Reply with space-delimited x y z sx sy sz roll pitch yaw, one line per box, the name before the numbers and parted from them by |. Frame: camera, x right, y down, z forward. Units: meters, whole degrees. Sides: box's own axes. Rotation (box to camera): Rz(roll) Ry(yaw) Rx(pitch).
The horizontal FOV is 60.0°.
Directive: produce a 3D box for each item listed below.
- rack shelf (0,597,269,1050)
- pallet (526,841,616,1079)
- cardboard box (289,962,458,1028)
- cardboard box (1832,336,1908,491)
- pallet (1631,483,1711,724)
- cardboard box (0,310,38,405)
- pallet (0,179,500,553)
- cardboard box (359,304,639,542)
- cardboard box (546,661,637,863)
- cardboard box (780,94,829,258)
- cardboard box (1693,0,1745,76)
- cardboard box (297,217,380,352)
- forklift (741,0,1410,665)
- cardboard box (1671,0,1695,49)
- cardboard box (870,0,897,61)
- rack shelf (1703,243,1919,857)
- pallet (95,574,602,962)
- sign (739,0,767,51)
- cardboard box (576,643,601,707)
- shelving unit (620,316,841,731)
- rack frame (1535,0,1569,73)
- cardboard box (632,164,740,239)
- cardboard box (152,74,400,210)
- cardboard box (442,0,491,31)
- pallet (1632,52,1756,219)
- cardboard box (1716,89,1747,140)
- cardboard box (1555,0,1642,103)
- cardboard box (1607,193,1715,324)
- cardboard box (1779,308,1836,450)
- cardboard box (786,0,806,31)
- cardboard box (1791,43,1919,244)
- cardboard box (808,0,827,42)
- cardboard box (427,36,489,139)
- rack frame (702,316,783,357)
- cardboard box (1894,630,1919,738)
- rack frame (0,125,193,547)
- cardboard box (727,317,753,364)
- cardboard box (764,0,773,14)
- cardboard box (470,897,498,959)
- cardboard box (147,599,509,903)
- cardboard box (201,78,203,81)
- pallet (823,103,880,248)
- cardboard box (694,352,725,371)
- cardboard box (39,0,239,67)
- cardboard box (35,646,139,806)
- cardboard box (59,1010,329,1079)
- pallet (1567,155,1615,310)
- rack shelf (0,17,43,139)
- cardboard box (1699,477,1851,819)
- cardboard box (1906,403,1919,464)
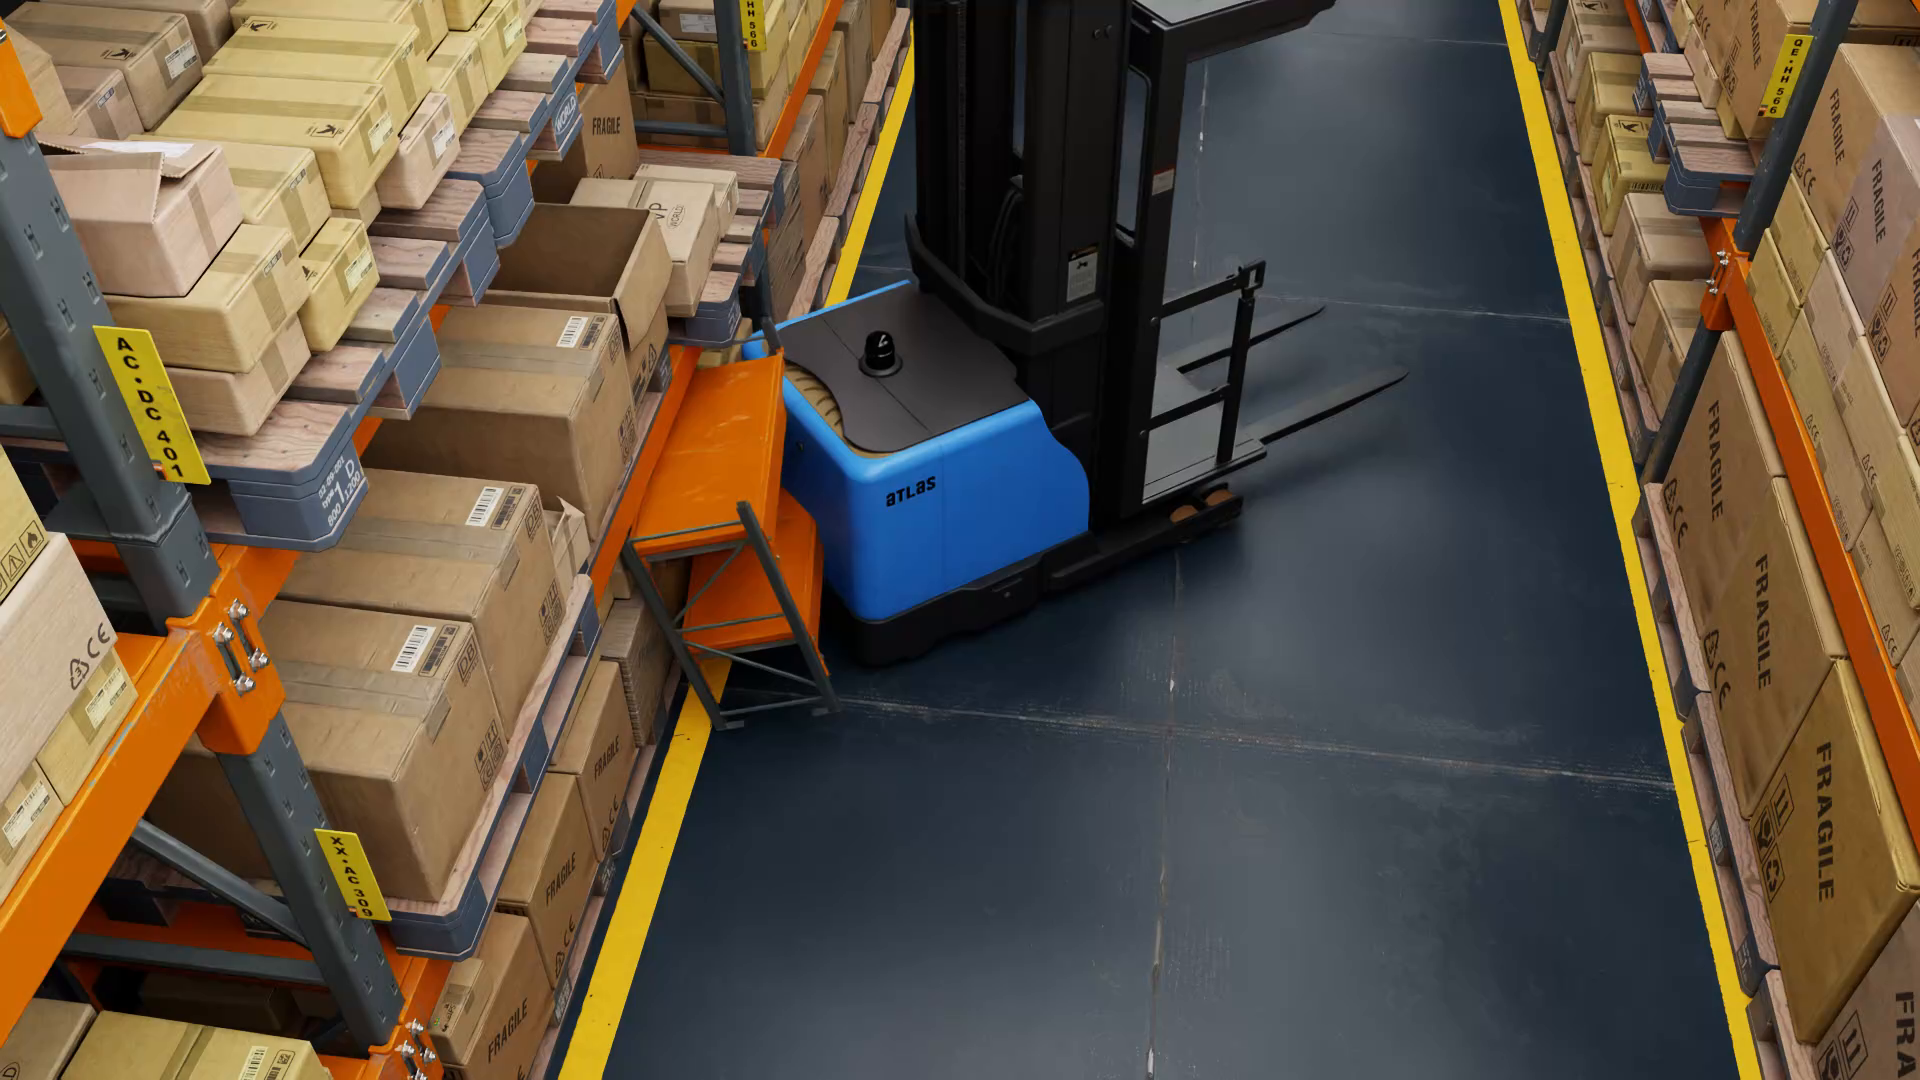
rack shelf | -2.146 1.549 1.797 1.077 0.370 4.000 5 44 6
pallet | -1.812 1.468 5.568 1.003 0.211 1.213 5 44 6
cardboard box | -1.630 1.199 4.648 0.380 0.149 0.250 5 44 5
cardboard box | 3.108 -0.377 5.235 0.500 0.250 0.500 5 44 5
pallet | 3.389 0.279 6.824 1.003 0.211 1.213 5 44 6
cardboard box | -1.910 -0.386 3.121 0.380 0.149 0.250 5 44 5
pallet | -1.726 -0.446 3.516 1.213 0.211 1.003 5 44 6
cardboard box | -1.424 -0.372 5.106 0.700 0.500 0.500 5 44 5
cardboard box | -1.464 0.756 5.805 0.500 0.500 0.500 4 44 4
cardboard box | -1.178 -1.873 8.490 0.875 0.625 0.625 7 44 7
cardboard box | 3.410 -2.249 6.871 0.500 0.500 0.500 5 44 5
cardboard box | -1.379 -0.514 3.256 0.380 0.149 0.250 6 44 6
forklift | 0.644 -1.339 6.555 3.031 2.935 1.130 -23 48 -22
cardboard box | 3.394 -2.295 7.391 0.380 0.149 0.250 6 44 6
cardboard box | -0.882 -3.372 10.074 0.875 0.625 0.625 7 44 7
rack shelf | 3.303 0.360 5.233 1.077 0.370 4.000 5 44 6
pallet | -1.668 0.549 4.651 1.003 0.211 1.213 5 44 6
sign | -0.814 -2.061 6.483 0.100 0.325 0.005 5 44 6
cardboard box | -1.460 0.417 5.691 0.380 0.149 0.250 7 44 7
shelving unit | -0.833 -0.056 6.399 0.538 1.125 1.048 -10 44 9
rack frame | 4.097 -3.990 9.304 1.000 3.000 0.127 5 44 6
cardboard box | -1.059 -1.291 6.332 0.380 0.149 0.250 6 44 6
cardboard box | -1.367 -0.802 3.344 0.380 0.149 0.250 5 44 5
cardboard box | -1.305 -1.329 3.901 0.380 0.149 0.250 6 44 6
pallet | 3.556 -1.690 7.014 1.213 0.211 1.003 5 44 6
cardboard box | 3.342 -1.759 6.826 0.380 0.149 0.250 6 44 6
cardboard box | 4.030 -2.831 9.686 0.950 0.372 0.625 6 44 6
cardboard box | 3.742 -1.350 8.122 0.950 0.372 0.625 4 44 5
cardboard box | 3.203 -0.547 5.778 0.500 0.250 0.500 4 44 4
cardboard box | -0.985 -2.461 7.435 0.500 0.250 0.500 7 44 7
cardboard box | 3.260 -1.349 5.716 0.500 0.500 0.500 4 44 4
cardboard box | -0.919 -2.632 7.980 0.500 0.250 0.500 4 44 4
cardboard box | -1.315 -1.037 3.809 0.380 0.149 0.250 5 44 5
rack frame | -0.835 -0.415 6.759 0.500 1.125 0.032 -10 44 9
cardboard box | 3.003 0.499 4.673 0.500 0.250 0.500 4 44 4
rack frame | -1.882 -1.165 1.957 1.000 3.000 0.127 5 44 6
cardboard box | -1.196 -0.650 7.289 0.500 0.500 0.500 6 44 7
cardboard box | -0.985 -2.357 7.035 0.380 0.149 0.250 6 44 6
cardboard box | -1.610 1.117 4.952 0.380 0.149 0.250 4 44 4
cardboard box | -1.596 0.515 4.168 0.700 0.500 0.500 6 44 7
cardboard box | -1.828 -1.098 3.873 0.380 0.149 0.250 4 44 4
pallet | -1.042 -2.087 9.322 1.003 0.211 1.213 5 44 6
cardboard box | -1.172 -0.644 6.812 0.380 0.149 0.250 3 44 3
cardboard box | -1.817 -1.198 3.763 0.380 0.149 0.250 4 44 4
cardboard box | -1.636 0.287 2.788 0.380 0.149 0.250 5 44 5
cardboard box | -1.707 1.329 3.579 0.500 0.250 0.500 6 44 7
pallet | 3.836 -1.613 8.822 1.003 0.211 1.213 5 44 6
rack shelf | -1.617 -2.121 3.782 1.077 0.370 4.000 5 44 6
cardboard box | 3.272 0.426 5.881 0.875 0.875 0.875 6 44 6
cardboard box | 3.050 -0.316 4.624 0.500 0.500 0.500 6 44 6
